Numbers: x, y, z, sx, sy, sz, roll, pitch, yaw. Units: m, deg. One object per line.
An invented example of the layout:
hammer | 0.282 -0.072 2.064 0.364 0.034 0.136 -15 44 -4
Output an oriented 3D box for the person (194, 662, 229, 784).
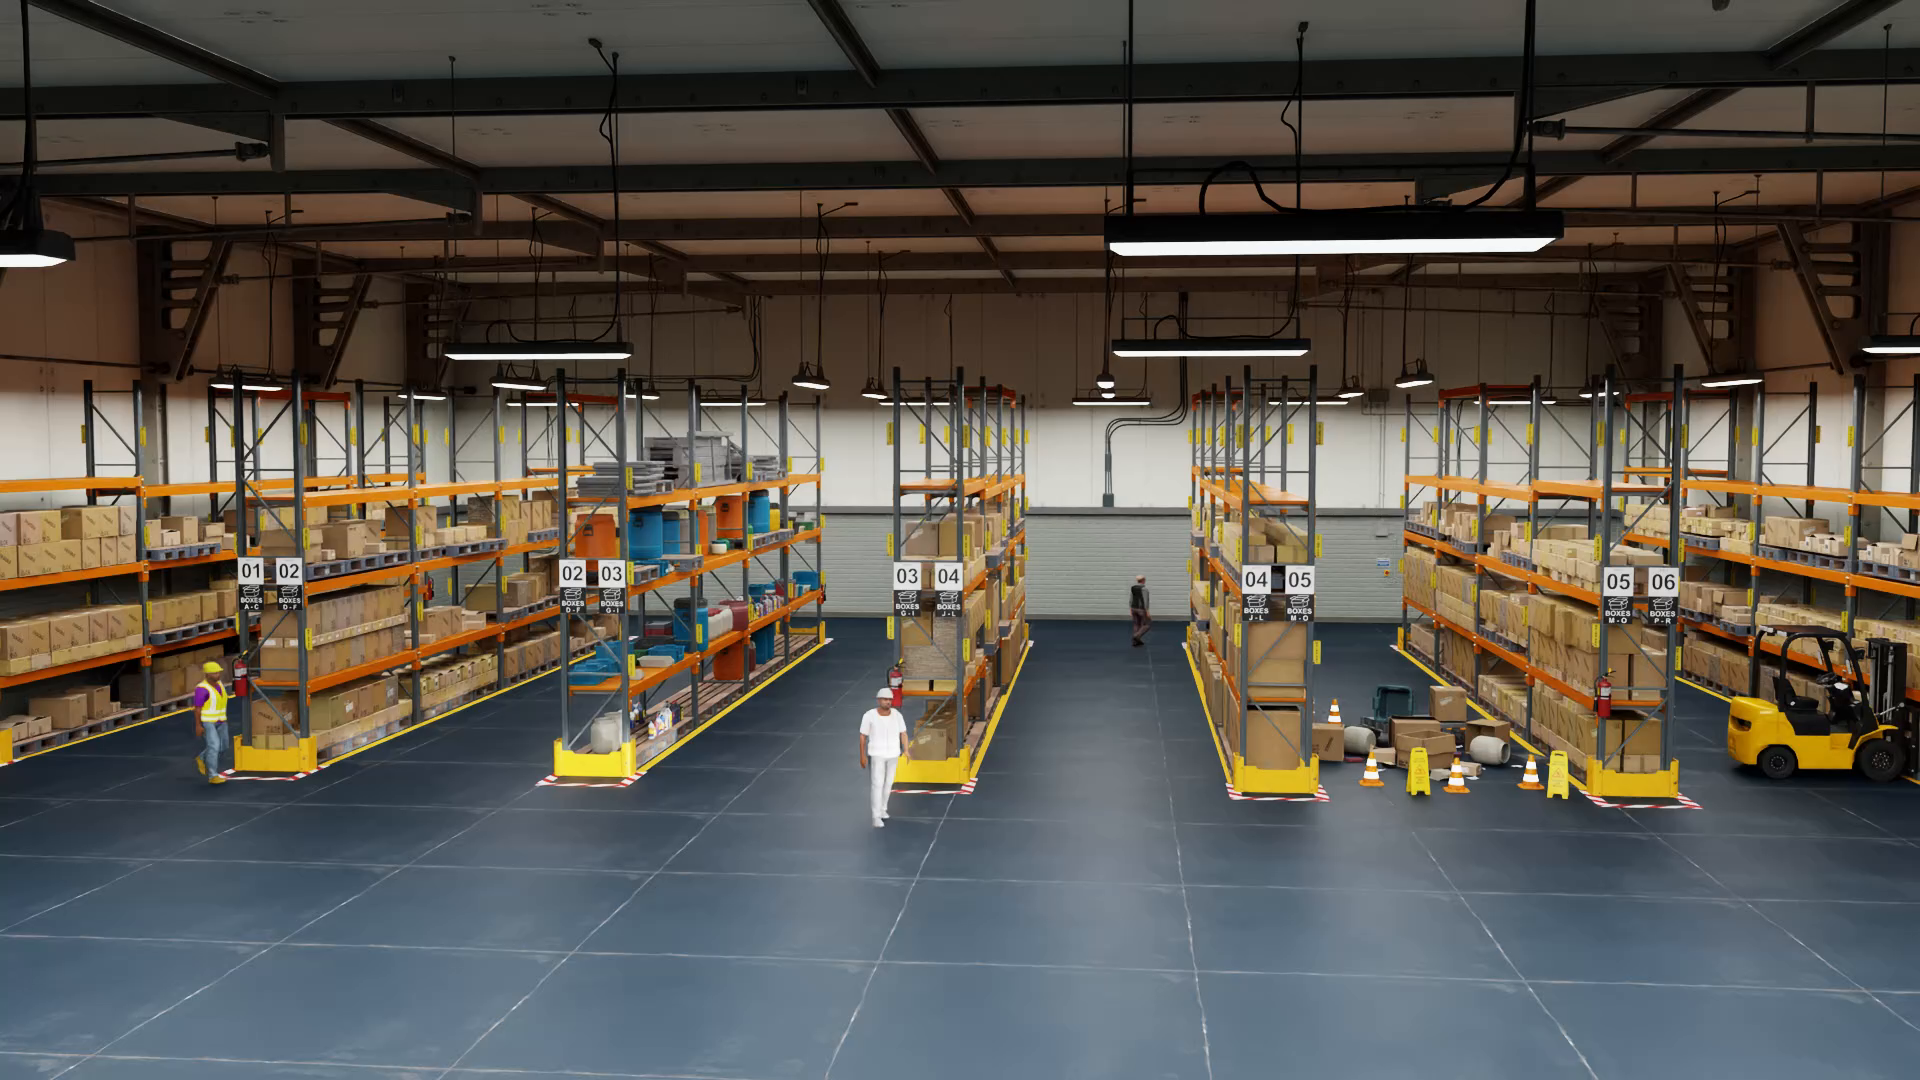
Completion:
person | -10.864 2.622 24.029 0.753 1.749 0.589 2 4 25

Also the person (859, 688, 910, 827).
person | -0.955 2.787 21.432 0.629 1.729 0.907 -2 4 -25

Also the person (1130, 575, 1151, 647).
person | 4.251 1.684 39.542 0.478 1.717 0.589 -3 4 -37
